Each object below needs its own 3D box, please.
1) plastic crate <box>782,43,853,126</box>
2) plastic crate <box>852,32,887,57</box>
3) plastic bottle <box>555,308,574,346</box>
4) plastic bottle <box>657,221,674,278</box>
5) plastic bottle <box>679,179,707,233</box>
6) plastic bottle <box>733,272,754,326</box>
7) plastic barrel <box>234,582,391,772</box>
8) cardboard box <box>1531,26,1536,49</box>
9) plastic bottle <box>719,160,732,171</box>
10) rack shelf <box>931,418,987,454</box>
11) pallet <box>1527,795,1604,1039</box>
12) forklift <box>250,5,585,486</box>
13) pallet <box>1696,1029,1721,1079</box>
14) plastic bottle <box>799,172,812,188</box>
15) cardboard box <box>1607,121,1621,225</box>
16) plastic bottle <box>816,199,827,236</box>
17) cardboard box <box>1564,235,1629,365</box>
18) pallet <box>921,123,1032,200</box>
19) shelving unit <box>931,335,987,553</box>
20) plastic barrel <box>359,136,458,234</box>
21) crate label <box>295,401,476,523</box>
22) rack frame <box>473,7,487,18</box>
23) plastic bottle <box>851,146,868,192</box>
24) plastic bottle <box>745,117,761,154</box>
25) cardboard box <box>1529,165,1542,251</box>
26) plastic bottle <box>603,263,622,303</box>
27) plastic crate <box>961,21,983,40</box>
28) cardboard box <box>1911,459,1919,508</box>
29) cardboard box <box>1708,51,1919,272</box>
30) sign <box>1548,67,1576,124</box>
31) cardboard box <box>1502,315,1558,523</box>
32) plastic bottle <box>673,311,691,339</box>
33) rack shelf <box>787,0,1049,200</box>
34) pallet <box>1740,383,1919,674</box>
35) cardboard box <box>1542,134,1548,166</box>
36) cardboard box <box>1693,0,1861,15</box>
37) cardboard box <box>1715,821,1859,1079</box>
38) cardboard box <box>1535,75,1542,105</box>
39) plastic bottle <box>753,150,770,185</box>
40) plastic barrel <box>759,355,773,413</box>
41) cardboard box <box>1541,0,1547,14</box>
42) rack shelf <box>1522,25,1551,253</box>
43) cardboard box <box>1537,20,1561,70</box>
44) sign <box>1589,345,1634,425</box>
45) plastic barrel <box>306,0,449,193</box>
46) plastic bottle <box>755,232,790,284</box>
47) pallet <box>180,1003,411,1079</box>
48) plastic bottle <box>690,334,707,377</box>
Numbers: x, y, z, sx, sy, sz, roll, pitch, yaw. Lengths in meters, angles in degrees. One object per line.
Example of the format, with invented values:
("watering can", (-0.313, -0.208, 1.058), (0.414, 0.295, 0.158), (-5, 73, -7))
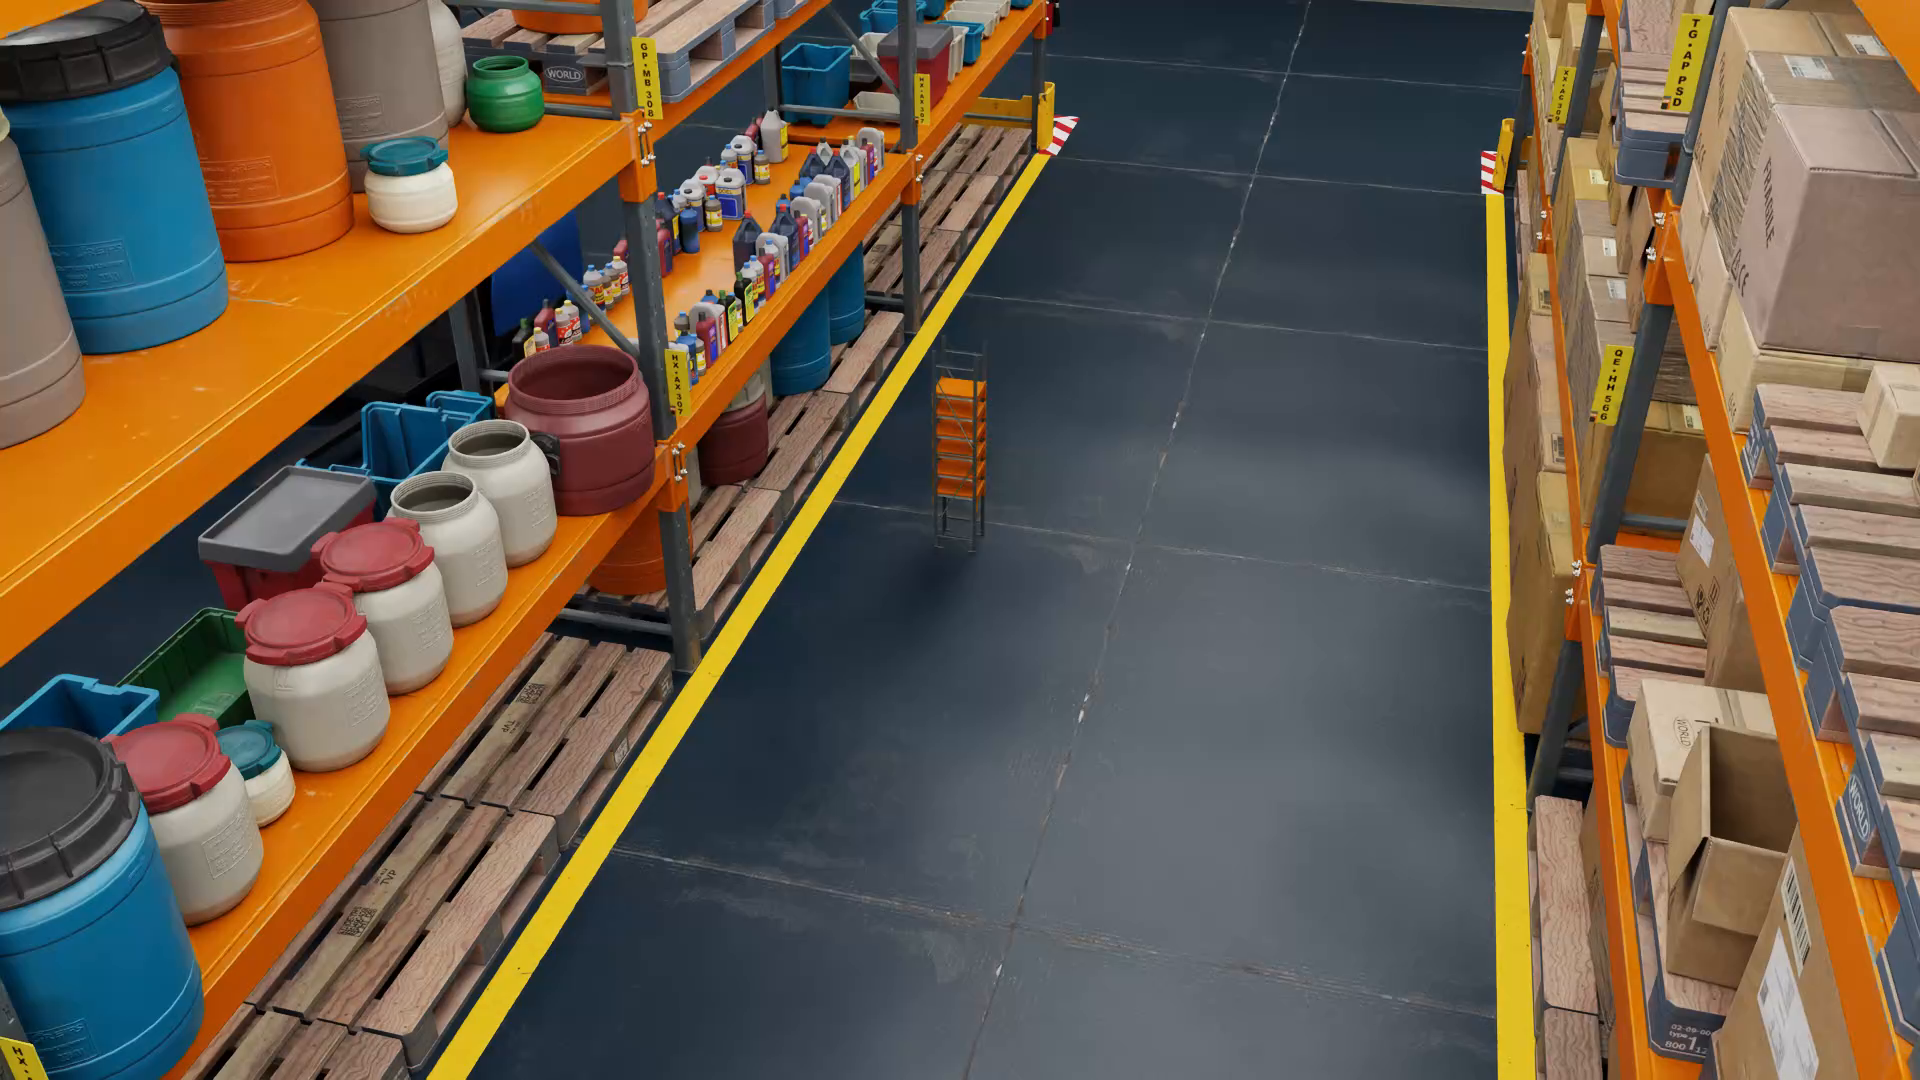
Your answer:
("plastic crate", (-0.983, -3.081, 11.259), (0.392, 0.384, 0.575), (8, 33, 12))
("plastic crate", (-0.621, -3.632, 12.357), (0.293, 0.136, 0.466), (8, 33, 12))
("plastic bottle", (-1.992, -1.059, 8.305), (0.097, 0.201, 0.097), (0, 32, 0))
("plastic bottle", (-1.621, -1.586, 9.057), (0.061, 0.283, 0.133), (8, 33, 12))
("plastic bottle", (-1.552, -1.932, 9.608), (0.152, 0.276, 0.135), (8, 33, 12))
("plastic bottle", (-1.110, -1.252, 8.532), (0.061, 0.283, 0.133), (8, 33, 12))
("plastic barrel", (-2.161, 0.473, 5.583), (0.433, 0.535, 0.433), (0, 32, 0))
("cardboard box", (4.561, -3.796, 12.659), (0.380, 0.149, 0.250), (8, 33, 12))
("plastic bottle", (-1.431, -2.204, 10.107), (0.097, 0.201, 0.097), (0, 32, 0))
("rack shelf", (-0.004, -0.563, 8.876), (0.258, 0.103, 0.180), (8, 33, 12))
("pallet", (2.804, 1.559, 6.601), (1.003, 0.211, 1.213), (8, 33, 12))
("forklift", (-3.632, -2.169, 9.929), (1.130, 2.935, 3.031), (13, 35, 20))
("pallet", (2.323, 1.757, 3.870), (1.003, 0.211, 1.213), (8, 33, 12))
("plastic bottle", (-0.905, -2.027, 9.762), (0.097, 0.271, 0.097), (0, 32, 0))
("cardboard box", (3.679, -1.877, 8.379), (0.797, 0.503, 0.637), (8, 33, 13))
("plastic bottle", (-0.817, -1.856, 9.559), (0.097, 0.201, 0.097), (0, 32, 0))
("cardboard box", (3.280, -1.147, 8.165), (0.500, 0.500, 0.500), (9, 33, 13))
("pallet", (-0.004, -3.250, 14.165), (1.003, 0.211, 1.213), (8, 33, 12))
("shelving unit", (-0.004, -0.499, 8.916), (0.258, 1.200, 0.189), (8, 33, 12))
("plastic barrel", (-1.884, -1.213, 5.696), (0.301, 0.262, 0.301), (0, 32, 0))
("crate label", (-2.301, -0.234, 6.789), (0.502, 0.435, 0.616), (8, 33, 12))
("rack frame", (-4.547, -5.525, 15.146), (1.000, 3.000, 0.127), (8, 33, 12))
("plastic bottle", (-0.652, -2.283, 10.161), (0.152, 0.276, 0.135), (8, 33, 12))
("plastic bottle", (-1.311, -2.523, 10.531), (0.061, 0.283, 0.133), (8, 33, 12))
("cardboard box", (4.718, -2.640, 12.196), (0.875, 0.875, 0.875), (8, 33, 12))
("plastic bottle", (-1.843, -1.362, 8.782), (0.097, 0.201, 0.097), (0, 32, 0))
("plastic crate", (0.020, -3.863, 12.720), (0.298, 0.136, 0.250), (8, 33, 12))
("cardboard box", (2.442, -0.154, 3.412), (0.797, 0.503, 0.637), (9, 34, 14))
("cardboard box", (2.503, -1.071, 4.783), (0.500, 0.500, 0.500), (8, 33, 13))
("sign", (3.482, -2.573, 9.620), (0.100, 0.325, 0.005), (8, 33, 12))
("cardboard box", (3.650, -0.581, 8.957), (1.225, 0.875, 0.875), (7, 33, 11))
("plastic bottle", (-1.373, -1.042, 8.278), (0.097, 0.201, 0.097), (0, 32, 0))
("rack shelf", (-0.264, -3.508, 12.642), (1.077, 0.370, 4.000), (8, 33, 12))
("pallet", (2.509, 0.021, 3.800), (1.213, 0.211, 1.003), (8, 33, 12))
("cardboard box", (3.910, -2.463, 10.562), (0.380, 0.149, 0.250), (7, 33, 12))
("cardboard box", (3.089, -1.836, 6.059), (0.797, 0.503, 0.637), (10, 34, 15))
("cardboard box", (2.326, 1.229, 3.571), (1.000, 1.000, 1.000), (8, 33, 13))
("cardboard box", (4.236, -3.131, 11.613), (0.380, 0.149, 0.250), (7, 33, 11))
("plastic bottle", (-1.225, -2.304, 10.263), (0.097, 0.201, 0.097), (0, 32, 0))
("plastic barrel", (-1.336, -0.972, 9.911), (0.421, 0.512, 0.421), (0, 32, 0))
("cardboard box", (4.524, -4.082, 12.038), (0.500, 0.500, 0.500), (7, 33, 11))
("rack shelf", (4.526, -2.833, 11.581), (1.077, 0.370, 4.000), (8, 33, 12))
("cardboard box", (4.395, -3.494, 11.812), (0.500, 0.250, 0.500), (7, 33, 11))
("sign", (2.466, -0.586, 6.296), (0.100, 0.325, 0.005), (8, 33, 12))
("plastic barrel", (-2.205, -1.778, 5.988), (0.600, 0.901, 0.600), (0, 32, 0))
("plastic bottle", (-1.013, -1.545, 9.001), (0.152, 0.276, 0.135), (8, 33, 12))
("pallet", (-2.640, 2.142, 5.684), (1.003, 0.211, 1.213), (8, 33, 12))
("plastic bottle", (-1.284, -0.901, 8.057), (0.097, 0.201, 0.097), (0, 32, 0))
